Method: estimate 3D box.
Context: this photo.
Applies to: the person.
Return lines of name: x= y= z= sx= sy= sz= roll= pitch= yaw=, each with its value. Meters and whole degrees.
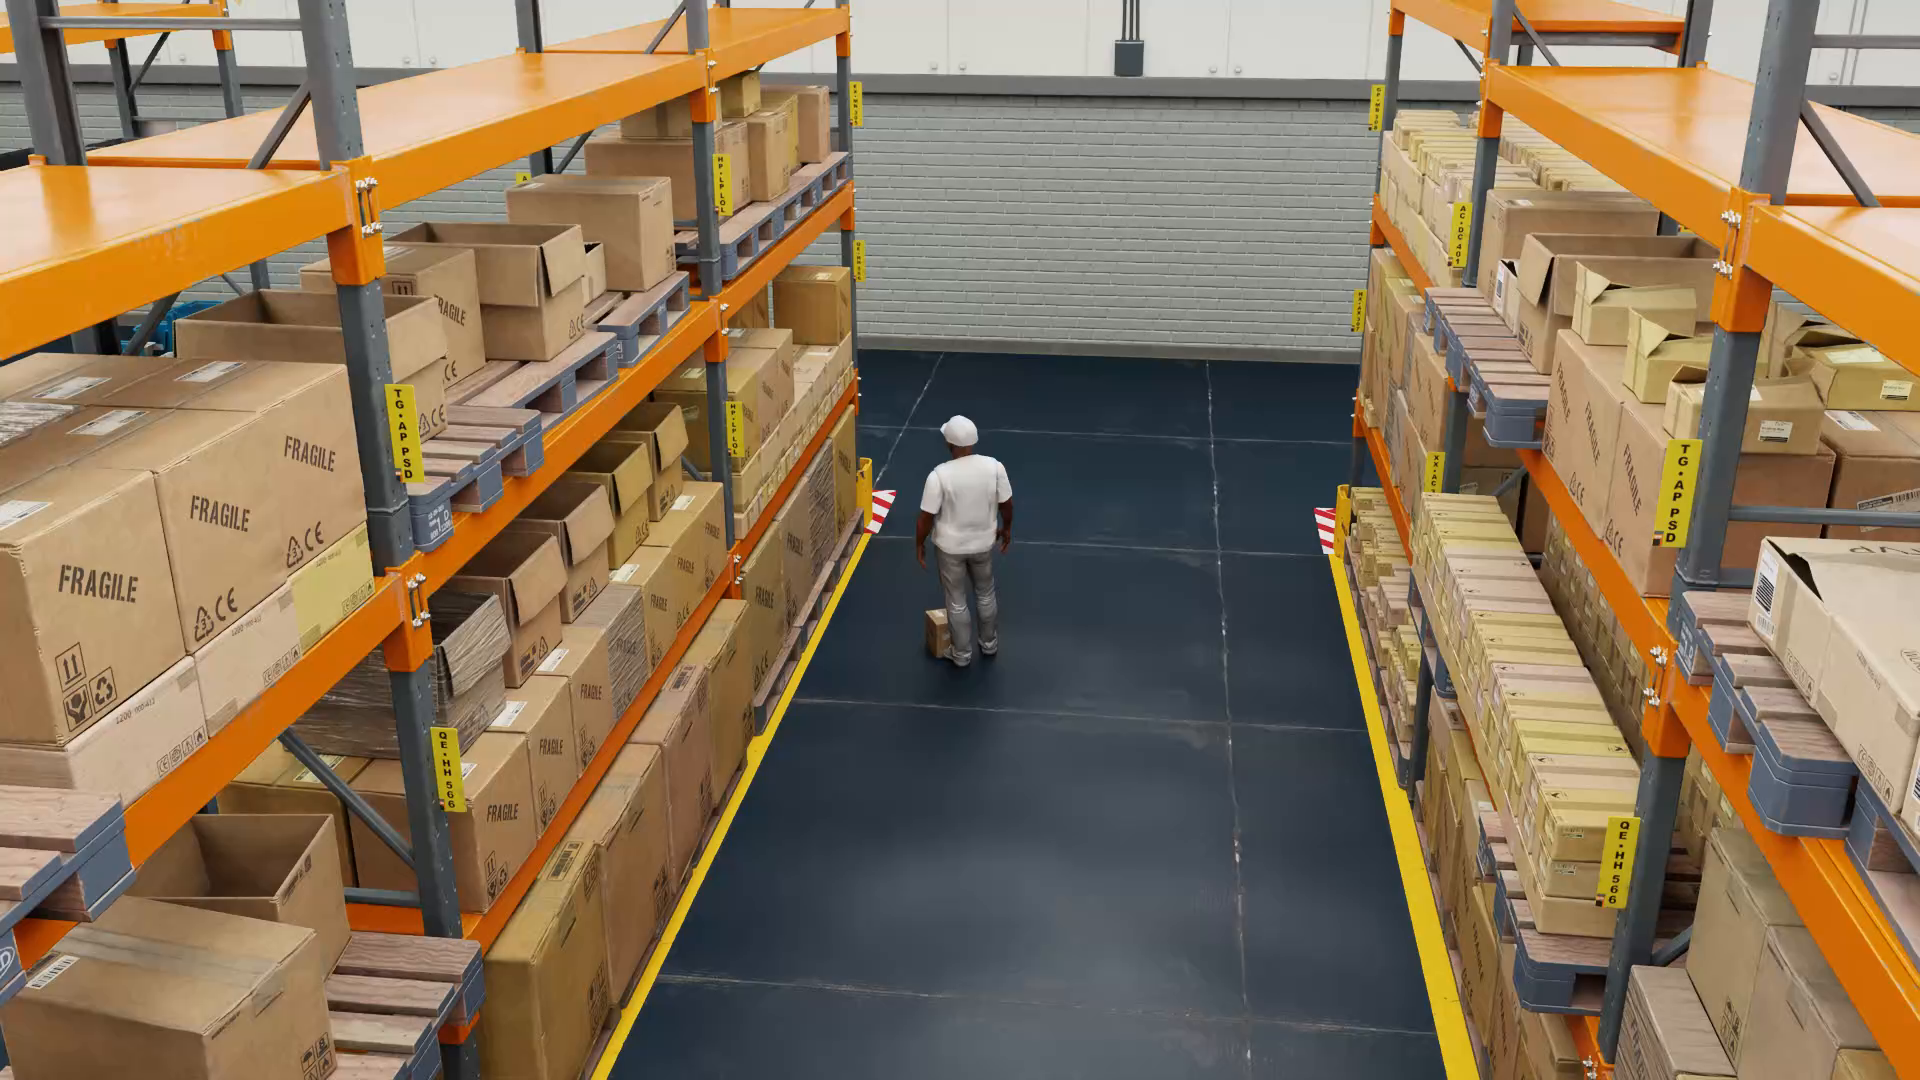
person: x=0.006 y=-0.013 z=11.058 sx=0.665 sy=1.769 sz=0.574 roll=-7 pitch=22 yaw=-16
